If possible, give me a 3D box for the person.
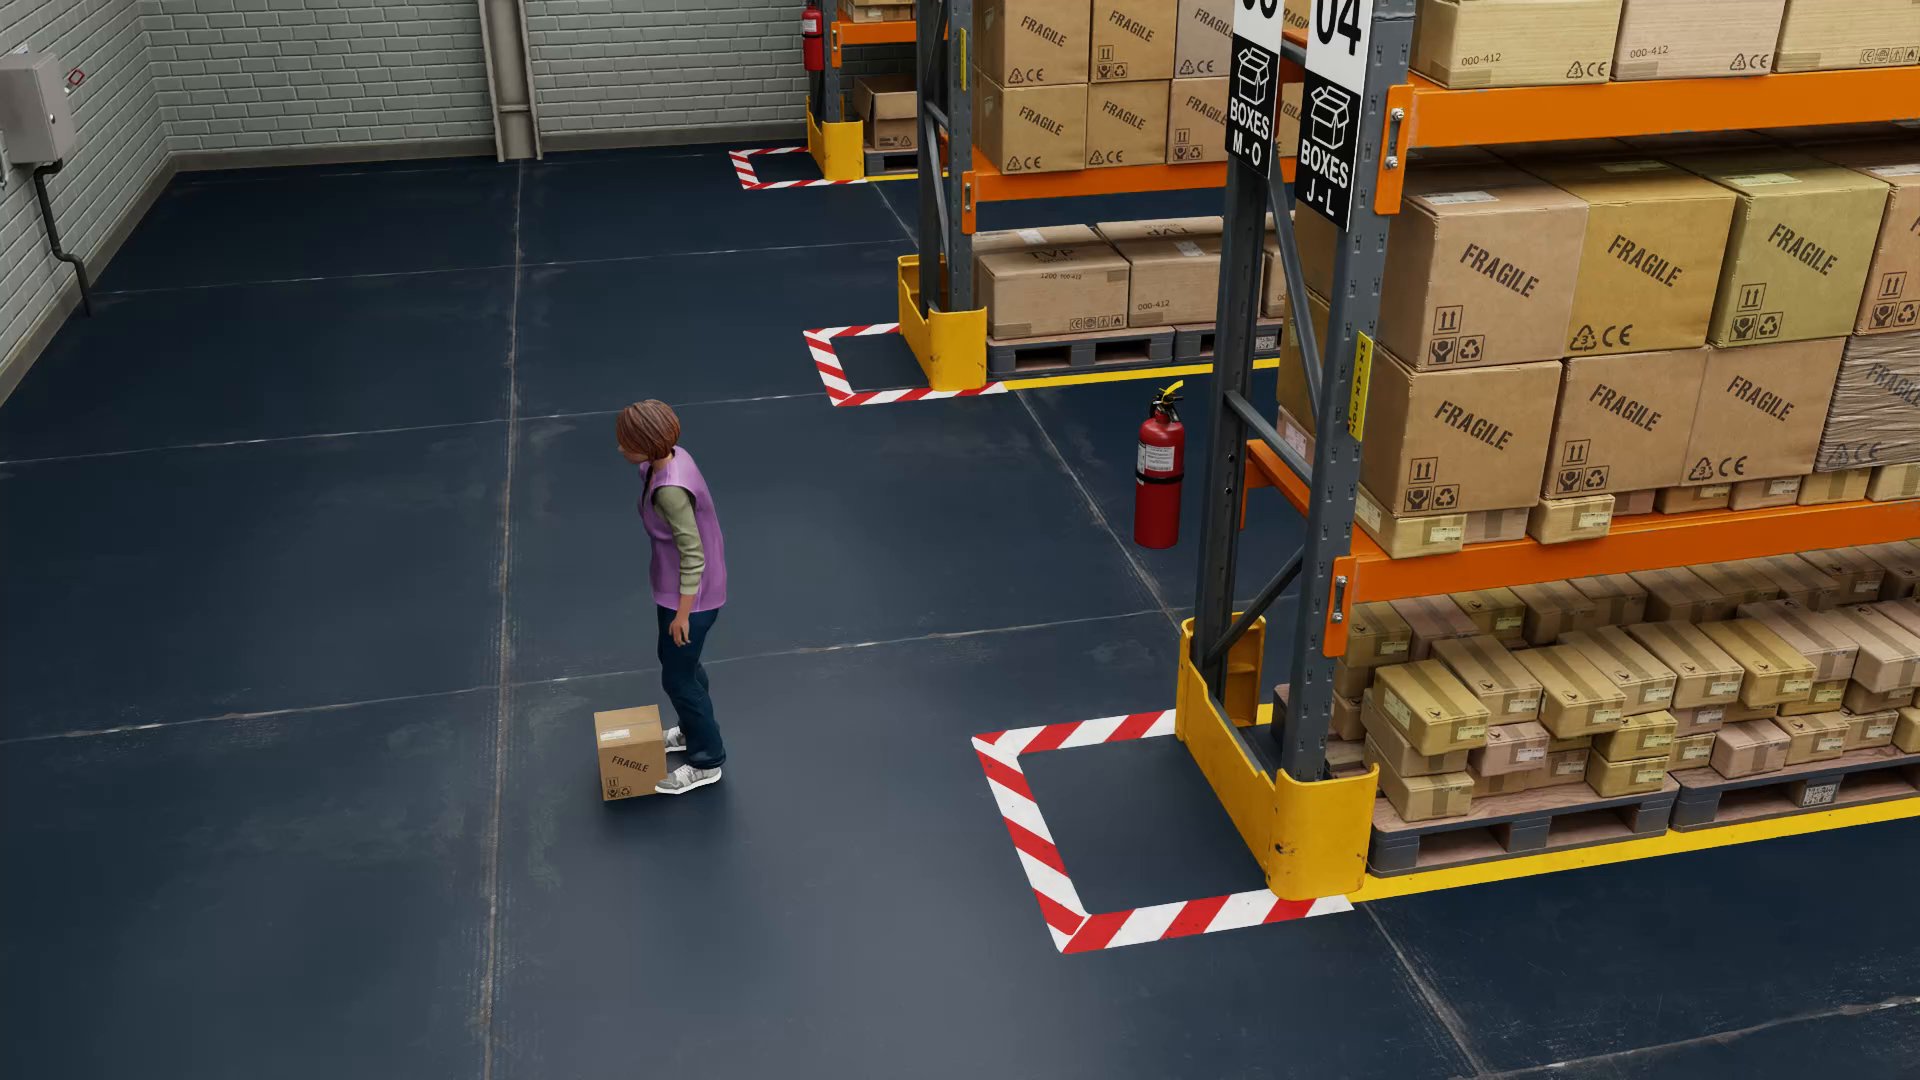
[{"bbox_3d":[-1.053,0.204,6.233,0.347,1.591,0.481,-8,28,-15],"label":"person"}]
